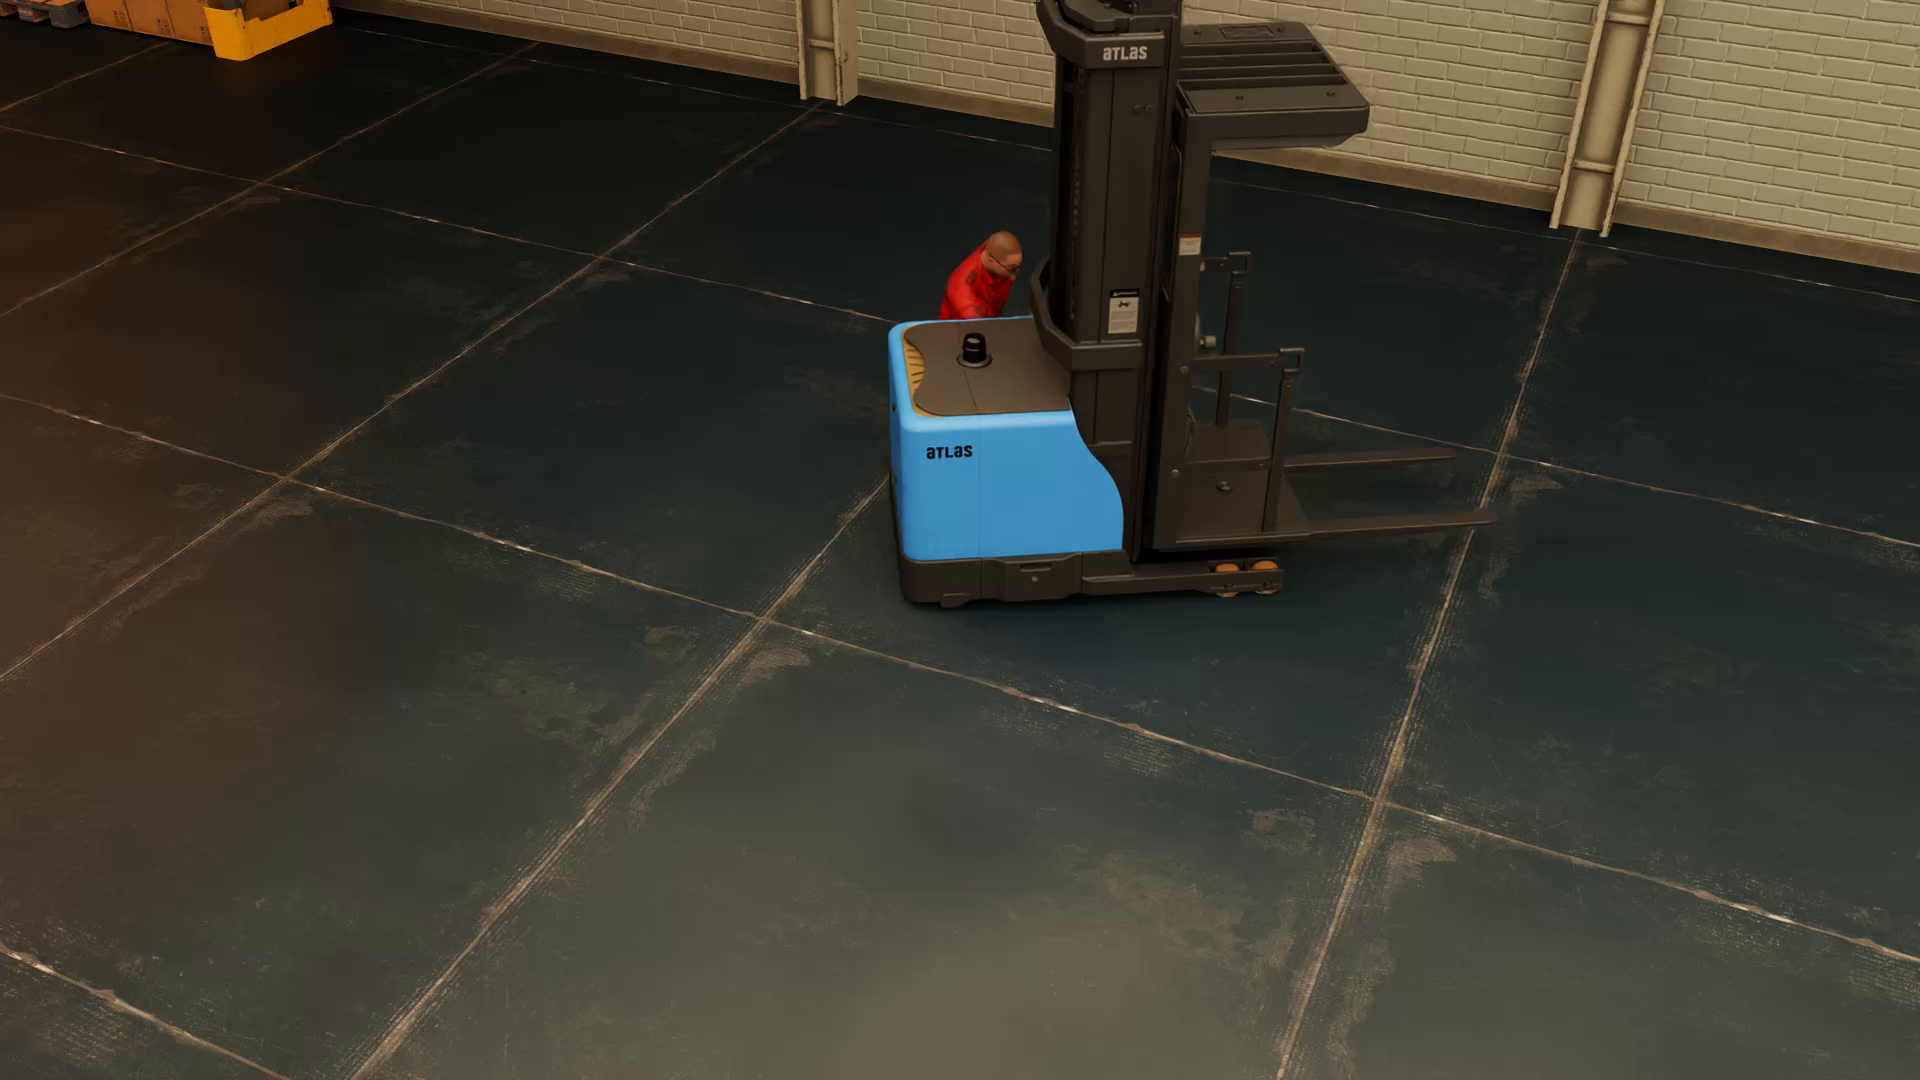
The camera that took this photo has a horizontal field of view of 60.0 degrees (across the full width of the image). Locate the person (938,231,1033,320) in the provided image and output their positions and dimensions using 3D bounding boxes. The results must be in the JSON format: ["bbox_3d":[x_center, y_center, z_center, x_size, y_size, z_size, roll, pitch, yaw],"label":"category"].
[{"bbox_3d":[0.312,-1.020,8.888,0.945,1.463,1.082,23,41,29],"label":"person"}]

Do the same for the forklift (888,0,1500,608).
[{"bbox_3d":[1.179,-1.216,7.791,3.031,2.935,1.130,-3,36,-5],"label":"forklift"}]
